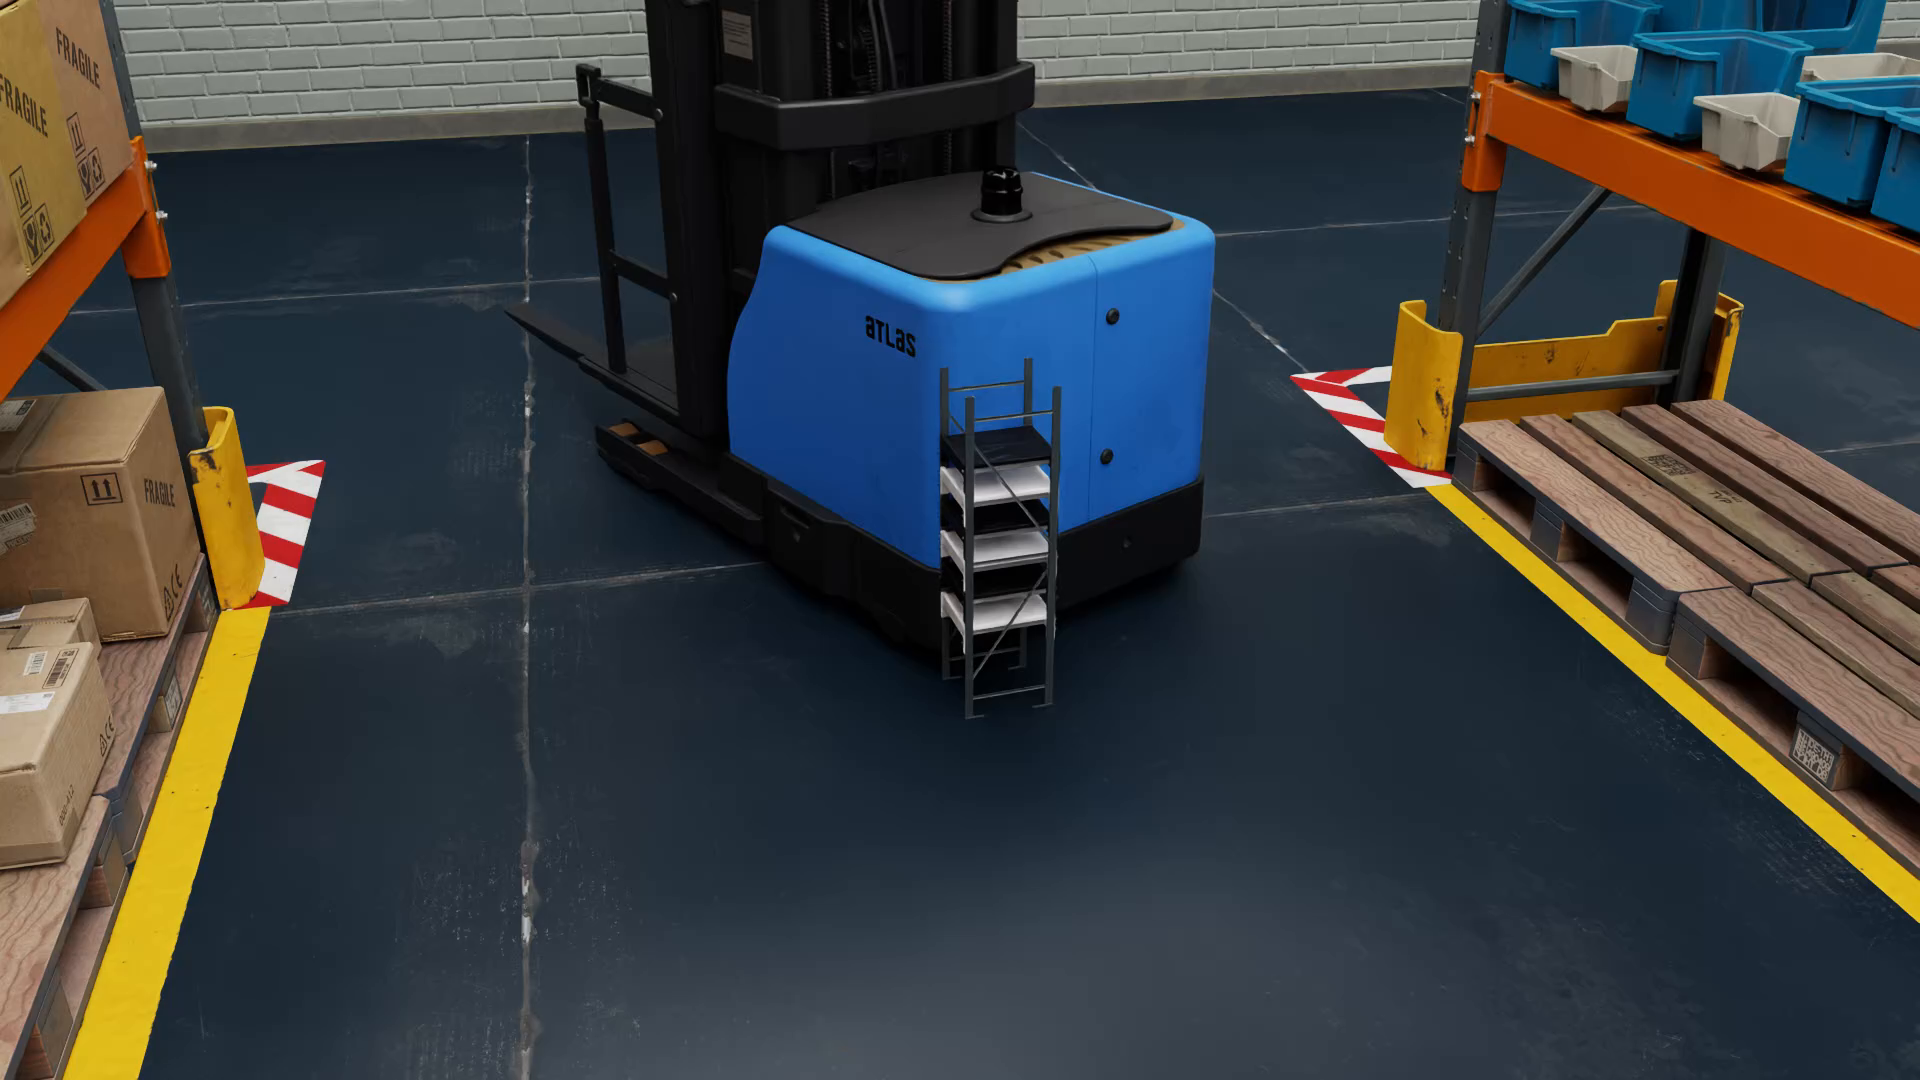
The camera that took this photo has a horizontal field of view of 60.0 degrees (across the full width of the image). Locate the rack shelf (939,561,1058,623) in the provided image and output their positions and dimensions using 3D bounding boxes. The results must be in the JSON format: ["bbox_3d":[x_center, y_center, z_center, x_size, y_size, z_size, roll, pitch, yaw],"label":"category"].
[{"bbox_3d":[0.097,0.116,4.296,0.258,0.077,0.200,-8,28,-16],"label":"rack shelf"}]

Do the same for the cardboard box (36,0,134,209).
[{"bbox_3d":[-2.329,-1.068,3.926,0.500,0.500,0.500,-5,27,-10],"label":"cardboard box"}]

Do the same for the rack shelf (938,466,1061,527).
[{"bbox_3d":[0.097,-0.125,4.174,0.258,0.077,0.200,-8,28,-16],"label":"rack shelf"}]

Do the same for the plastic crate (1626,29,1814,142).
[{"bbox_3d":[2.015,-1.215,4.447,0.416,0.233,0.300,-6,27,-12],"label":"plastic crate"}]

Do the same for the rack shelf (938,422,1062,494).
[{"bbox_3d":[0.097,-0.206,4.133,0.258,0.077,0.200,-8,28,-16],"label":"rack shelf"}]

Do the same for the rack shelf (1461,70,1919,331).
[{"bbox_3d":[2.582,-0.495,3.699,1.077,0.370,4.000,-6,27,-12],"label":"rack shelf"}]

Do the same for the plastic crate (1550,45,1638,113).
[{"bbox_3d":[1.858,-1.312,4.746,0.250,0.136,0.298,-6,27,-12],"label":"plastic crate"}]

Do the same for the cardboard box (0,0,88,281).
[{"bbox_3d":[-2.209,-0.841,3.476,0.500,0.500,0.500,-6,27,-11],"label":"cardboard box"}]

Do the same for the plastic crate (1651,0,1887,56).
[{"bbox_3d":[2.389,-1.608,5.002,0.616,0.435,0.499,-6,27,-12],"label":"plastic crate"}]

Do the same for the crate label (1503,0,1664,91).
[{"bbox_3d":[1.866,-1.504,5.020,0.416,0.233,0.303,-6,27,-12],"label":"crate label"}]

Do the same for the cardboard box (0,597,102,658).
[{"bbox_3d":[-2.329,0.277,4.029,0.380,0.166,0.250,-6,27,-12],"label":"cardboard box"}]

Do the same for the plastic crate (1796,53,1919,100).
[{"bbox_3d":[2.492,-1.263,4.650,0.396,0.136,0.243,-6,27,-12],"label":"plastic crate"}]

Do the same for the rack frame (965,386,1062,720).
[{"bbox_3d":[0.128,0.049,4.153,0.240,0.900,0.006,-8,28,-16],"label":"rack frame"}]

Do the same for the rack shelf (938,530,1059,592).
[{"bbox_3d":[0.097,0.035,4.255,0.258,0.077,0.200,-8,28,-16],"label":"rack shelf"}]

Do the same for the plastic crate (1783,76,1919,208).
[{"bbox_3d":[2.163,-0.926,3.875,0.416,0.233,0.300,-6,27,-12],"label":"plastic crate"}]

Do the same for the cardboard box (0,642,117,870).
[{"bbox_3d":[-2.148,0.472,3.548,0.500,0.250,0.500,-6,27,-12],"label":"cardboard box"}]

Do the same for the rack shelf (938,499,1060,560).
[{"bbox_3d":[0.097,-0.045,4.215,0.258,0.077,0.200,-8,28,-16],"label":"rack shelf"}]

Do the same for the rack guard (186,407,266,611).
[{"bbox_3d":[-2.678,-0.043,4.781,1.175,0.500,0.348,-6,27,-12],"label":"rack guard"}]

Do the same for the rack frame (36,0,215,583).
[{"bbox_3d":[-2.695,-1.192,4.283,1.000,3.000,0.127,-6,27,-12],"label":"rack frame"}]

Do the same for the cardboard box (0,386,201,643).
[{"bbox_3d":[-2.333,-0.059,4.324,0.500,0.500,0.500,-6,27,-12],"label":"cardboard box"}]

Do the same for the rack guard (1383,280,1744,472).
[{"bbox_3d":[2.113,-0.587,5.858,1.175,0.500,0.348,-6,27,-12],"label":"rack guard"}]

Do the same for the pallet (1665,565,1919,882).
[{"bbox_3d":[2.551,0.452,4.121,1.003,0.211,1.213,-6,27,-12],"label":"pallet"}]

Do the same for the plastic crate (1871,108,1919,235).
[{"bbox_3d":[2.231,-0.794,3.614,0.416,0.233,0.300,-6,27,-12],"label":"plastic crate"}]

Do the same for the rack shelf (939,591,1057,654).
[{"bbox_3d":[0.097,0.196,4.336,0.258,0.077,0.200,-8,28,-16],"label":"rack shelf"}]

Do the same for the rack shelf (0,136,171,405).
[{"bbox_3d":[-2.245,0.007,2.706,1.077,0.370,4.000,-6,27,-12],"label":"rack shelf"}]

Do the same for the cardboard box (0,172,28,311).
[{"bbox_3d":[-2.102,-0.621,3.041,0.500,0.500,0.500,-6,27,-11],"label":"cardboard box"}]

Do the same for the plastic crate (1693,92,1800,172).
[{"bbox_3d":[2.011,-1.014,4.156,0.250,0.136,0.298,-6,27,-12],"label":"plastic crate"}]

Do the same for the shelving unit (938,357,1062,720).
[{"bbox_3d":[0.097,0.006,4.240,0.258,0.900,0.210,-8,28,-16],"label":"shelving unit"}]

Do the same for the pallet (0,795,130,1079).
[{"bbox_3d":[-2.226,0.970,3.094,1.003,0.211,1.213,-6,27,-12],"label":"pallet"}]

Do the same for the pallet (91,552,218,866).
[{"bbox_3d":[-2.498,0.436,4.153,1.003,0.211,1.213,-6,27,-12],"label":"pallet"}]

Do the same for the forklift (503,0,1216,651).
[{"bbox_3d":[-0.594,-1.602,5.170,1.130,2.935,3.031,-20,33,-34],"label":"forklift"}]

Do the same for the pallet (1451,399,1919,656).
[{"bbox_3d":[2.280,-0.083,5.180,1.003,0.211,1.213,-6,27,-12],"label":"pallet"}]

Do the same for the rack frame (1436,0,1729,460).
[{"bbox_3d":[2.132,-1.694,5.277,1.000,3.000,0.127,-6,27,-12],"label":"rack frame"}]

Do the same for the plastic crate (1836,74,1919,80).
[{"bbox_3d":[2.543,-1.134,4.395,0.396,0.136,0.243,-6,27,-12],"label":"plastic crate"}]

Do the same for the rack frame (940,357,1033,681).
[{"bbox_3d":[0.067,-0.038,4.327,0.240,0.900,0.006,-8,28,-16],"label":"rack frame"}]
